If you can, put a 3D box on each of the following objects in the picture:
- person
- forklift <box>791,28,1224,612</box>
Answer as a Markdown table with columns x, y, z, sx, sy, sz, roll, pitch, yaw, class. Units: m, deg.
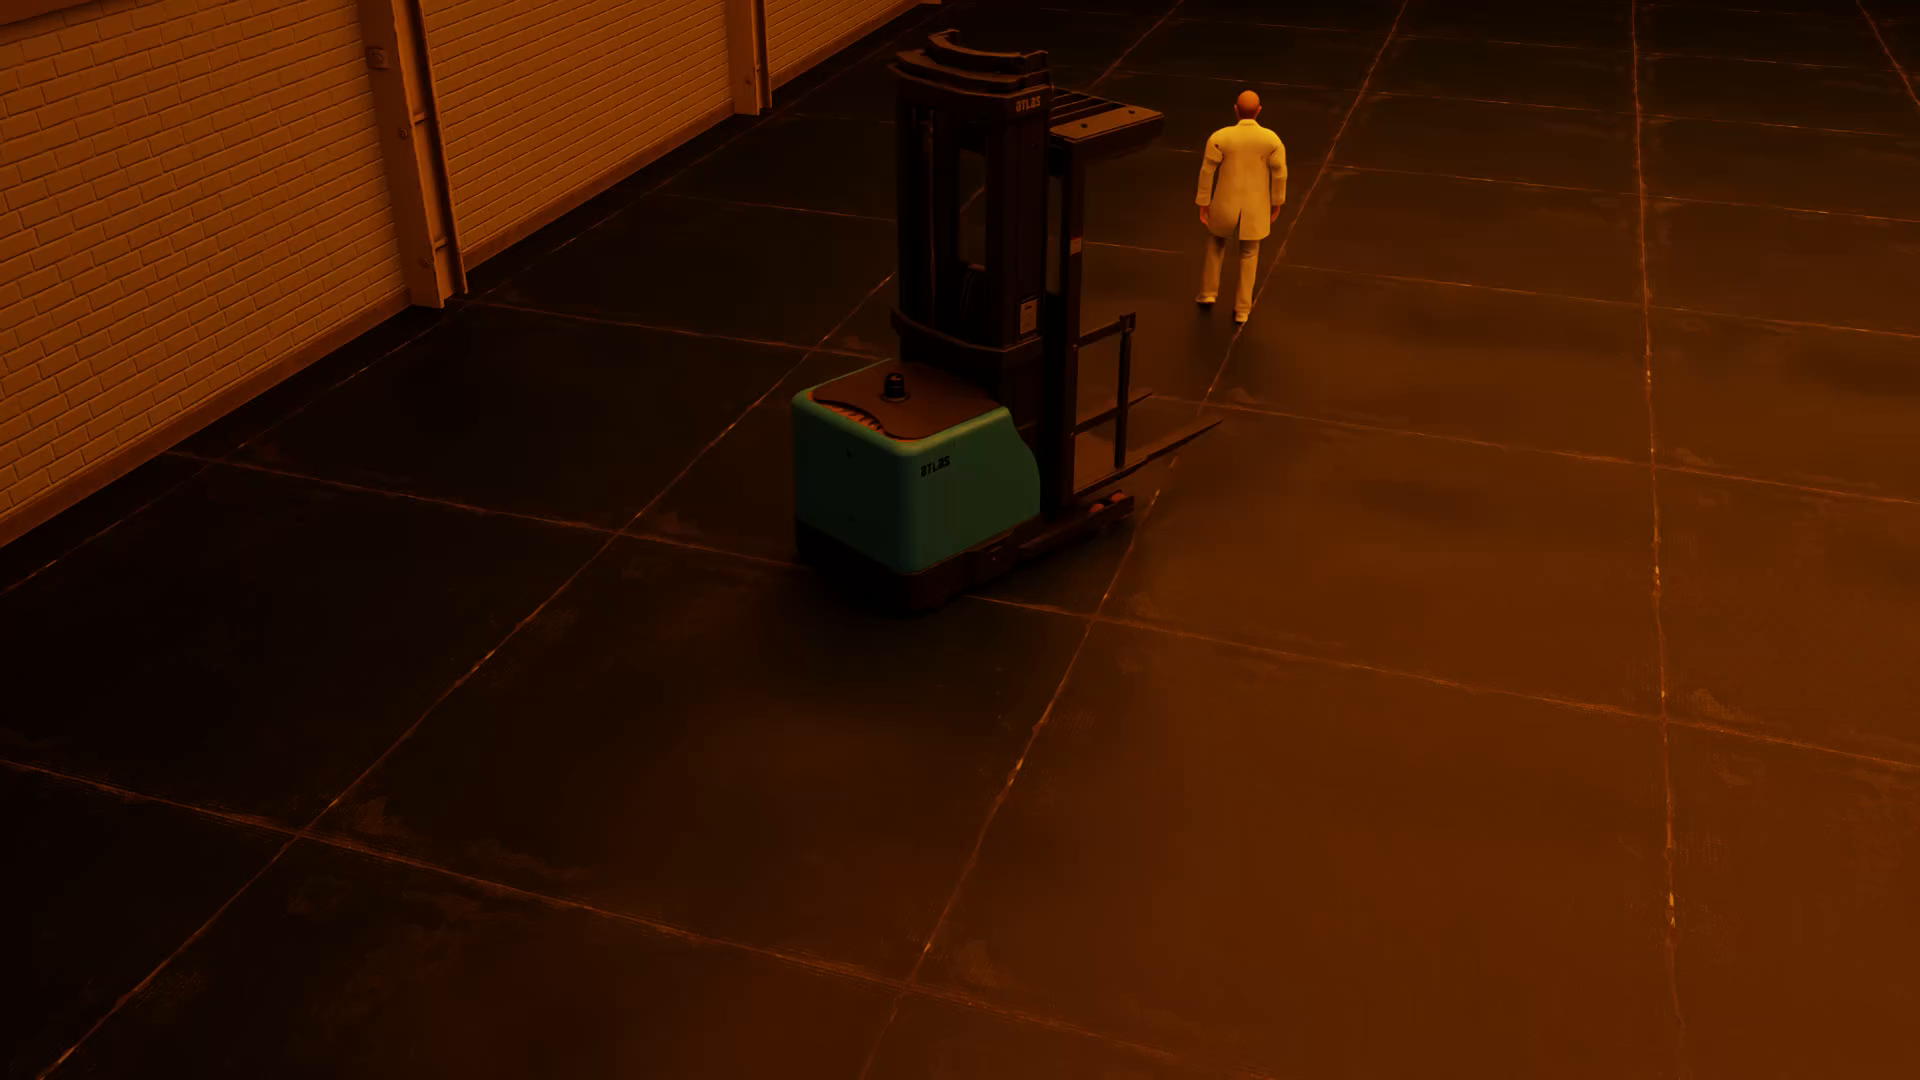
| x | y | z | sx | sy | sz | roll | pitch | yaw | class |
| --- | --- | --- | --- | --- | --- | --- | --- | --- | --- |
| 2.175 | -2.594 | 12.933 | 0.685 | 1.825 | 0.606 | 5 | 30 | 9 | person |
| 0.440 | -1.496 | 9.761 | 3.031 | 2.935 | 1.130 | -25 | 38 | -37 | forklift |
